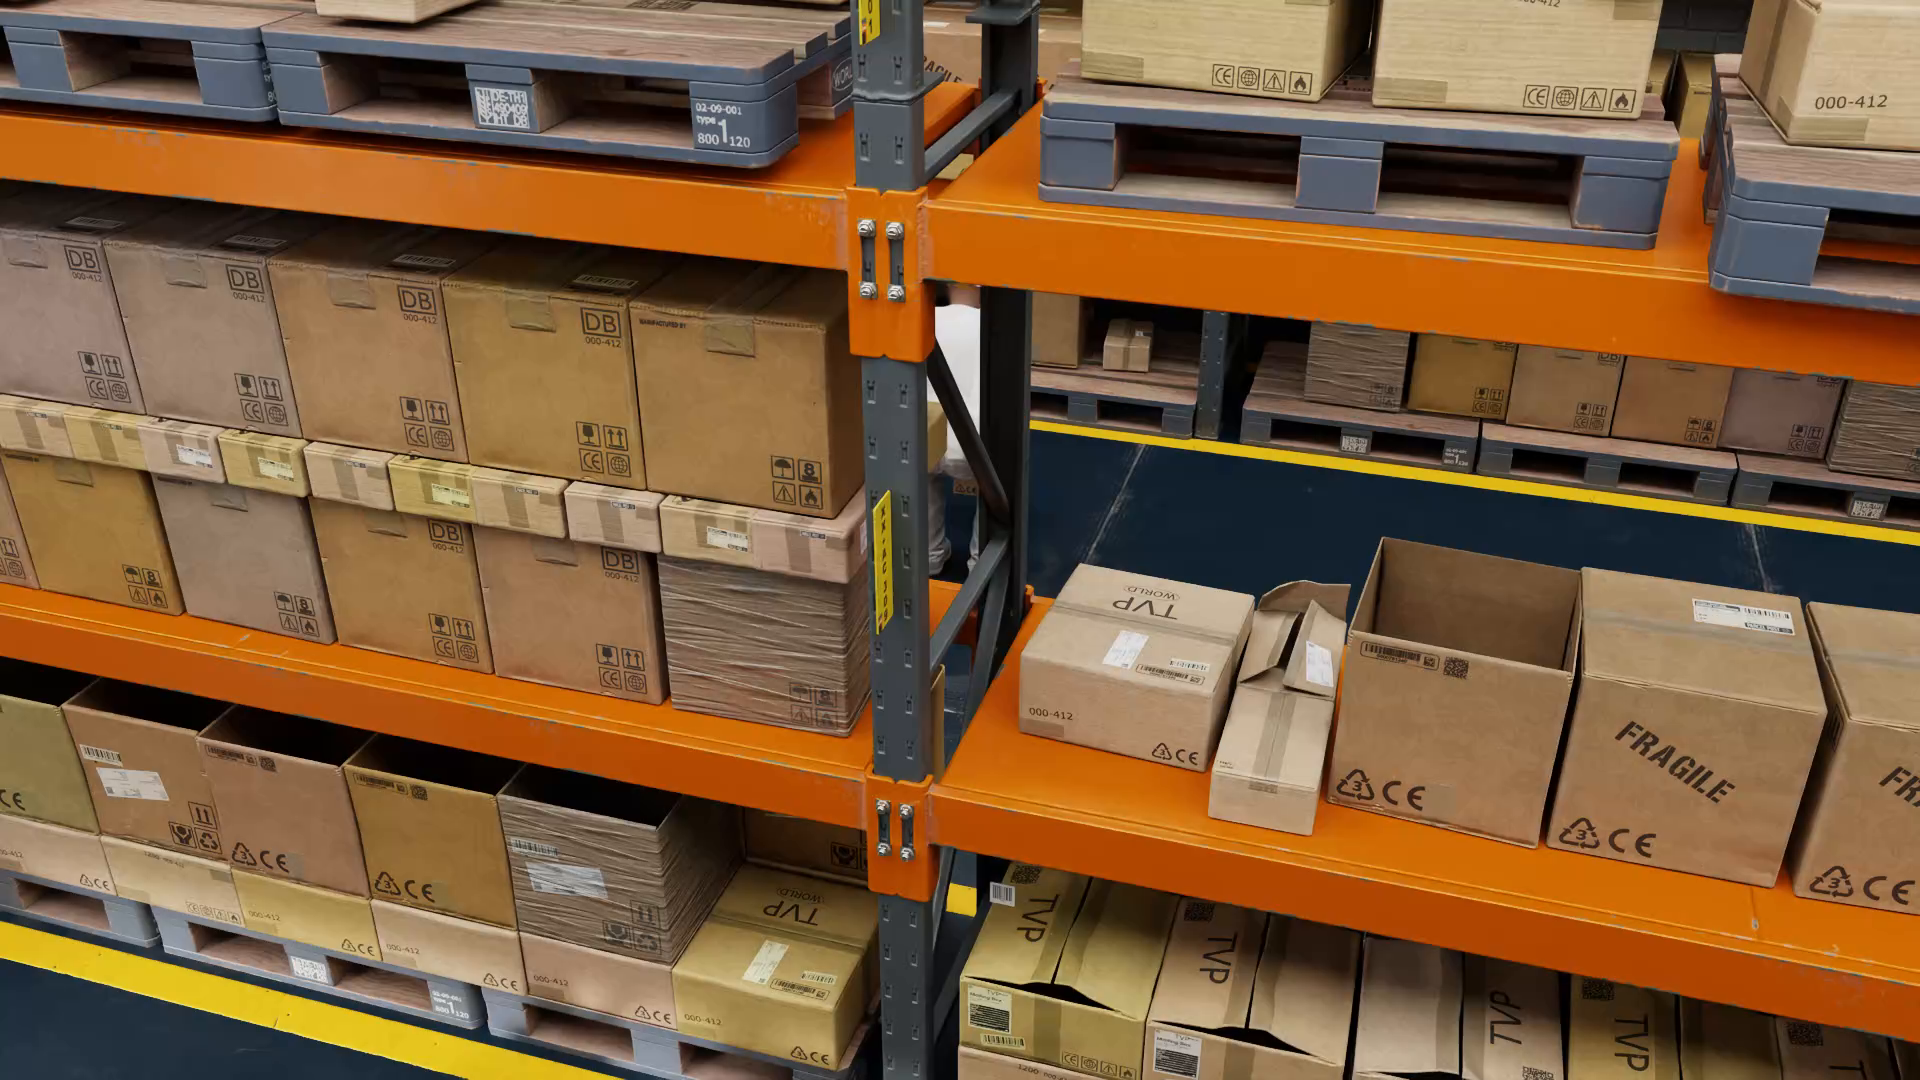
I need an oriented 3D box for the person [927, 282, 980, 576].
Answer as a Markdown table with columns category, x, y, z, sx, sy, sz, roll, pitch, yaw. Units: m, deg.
| category | x | y | z | sx | sy | sz | roll | pitch | yaw |
| --- | --- | --- | --- | --- | --- | --- | --- | --- | --- |
| person | -0.029 | -0.503 | 7.429 | 0.613 | 1.382 | 0.787 | 9 | 30 | 15 |
